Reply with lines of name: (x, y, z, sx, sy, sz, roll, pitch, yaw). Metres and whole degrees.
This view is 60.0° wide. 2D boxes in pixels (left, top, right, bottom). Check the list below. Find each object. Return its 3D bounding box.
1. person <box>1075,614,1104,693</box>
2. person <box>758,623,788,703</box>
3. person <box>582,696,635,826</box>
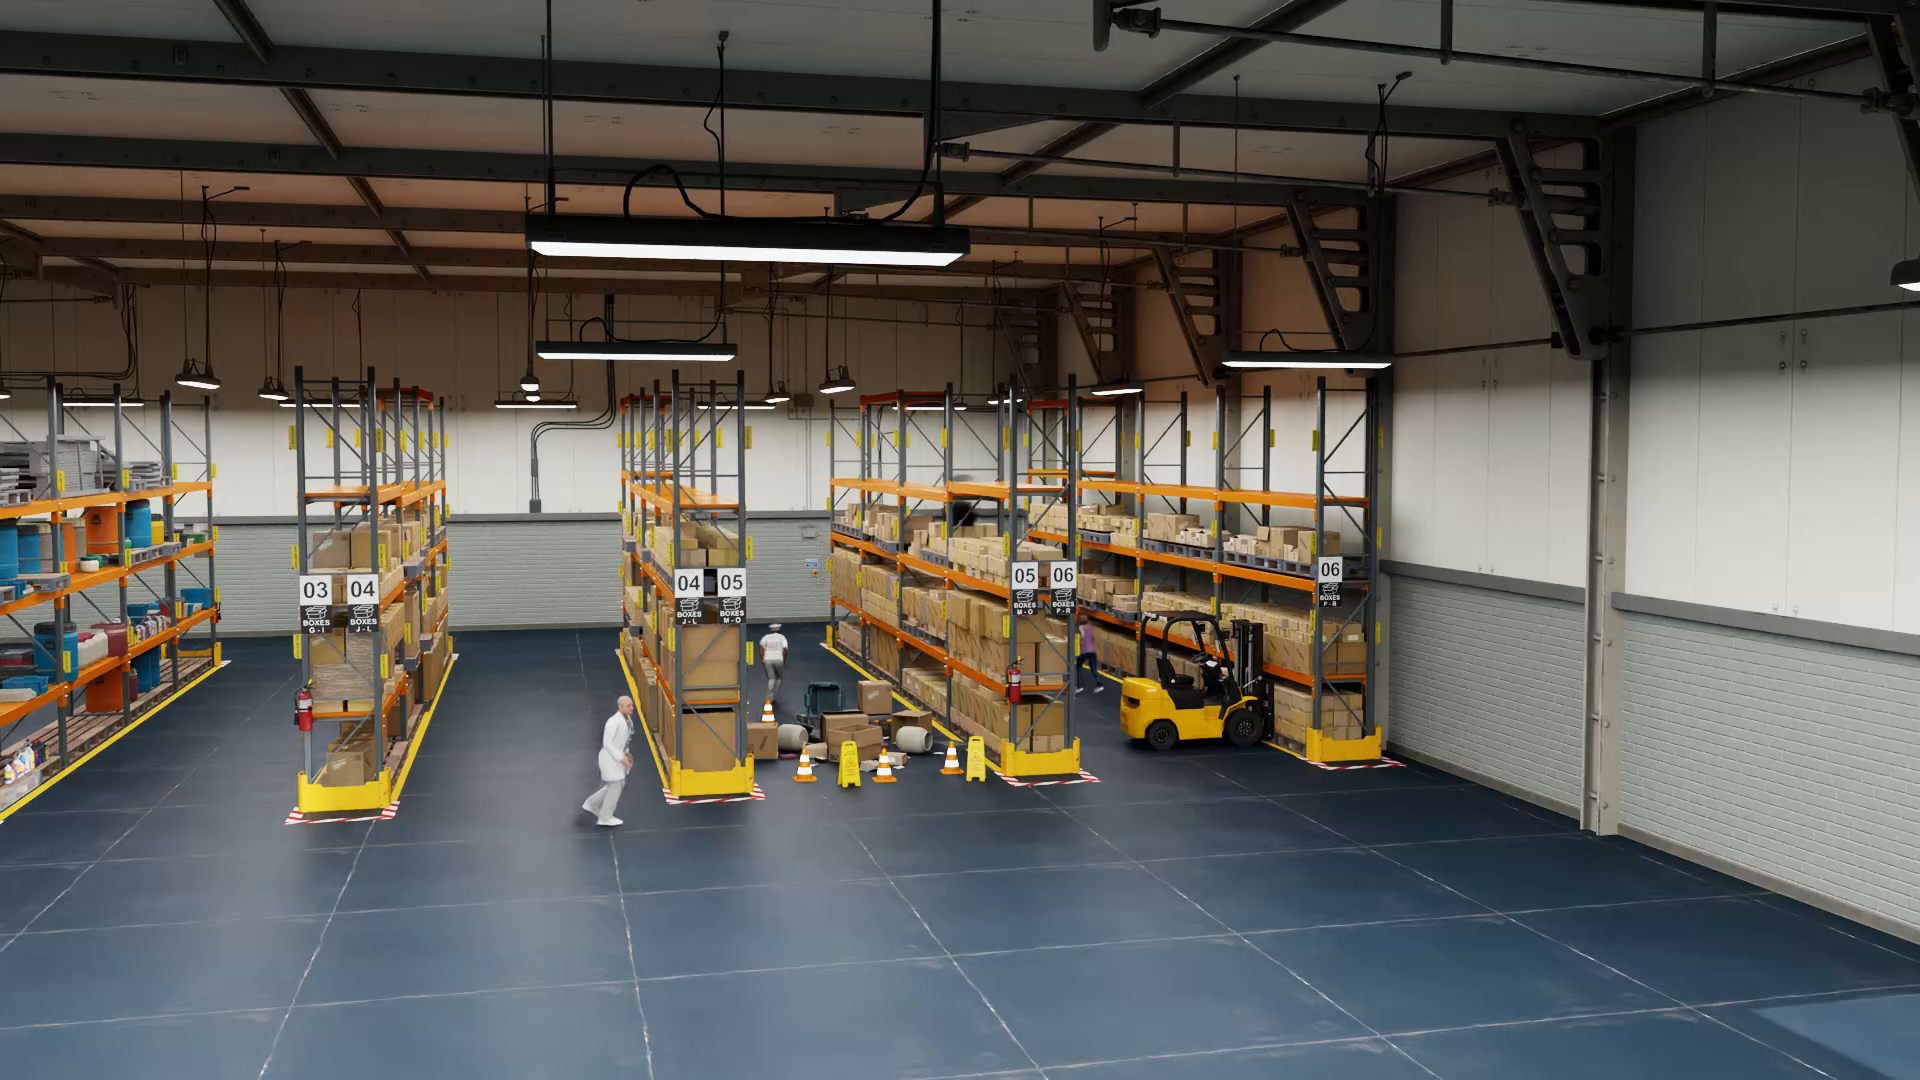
person: (2.517, 2.261, 32.780, 0.534, 1.568, 0.904, -2, 4, -31)
person: (-3.576, 2.379, 31.704, 0.576, 1.485, 0.957, 0, 3, 2)
person: (-4.574, 2.857, 21.592, 0.778, 1.705, 0.691, 1, 3, 9)
